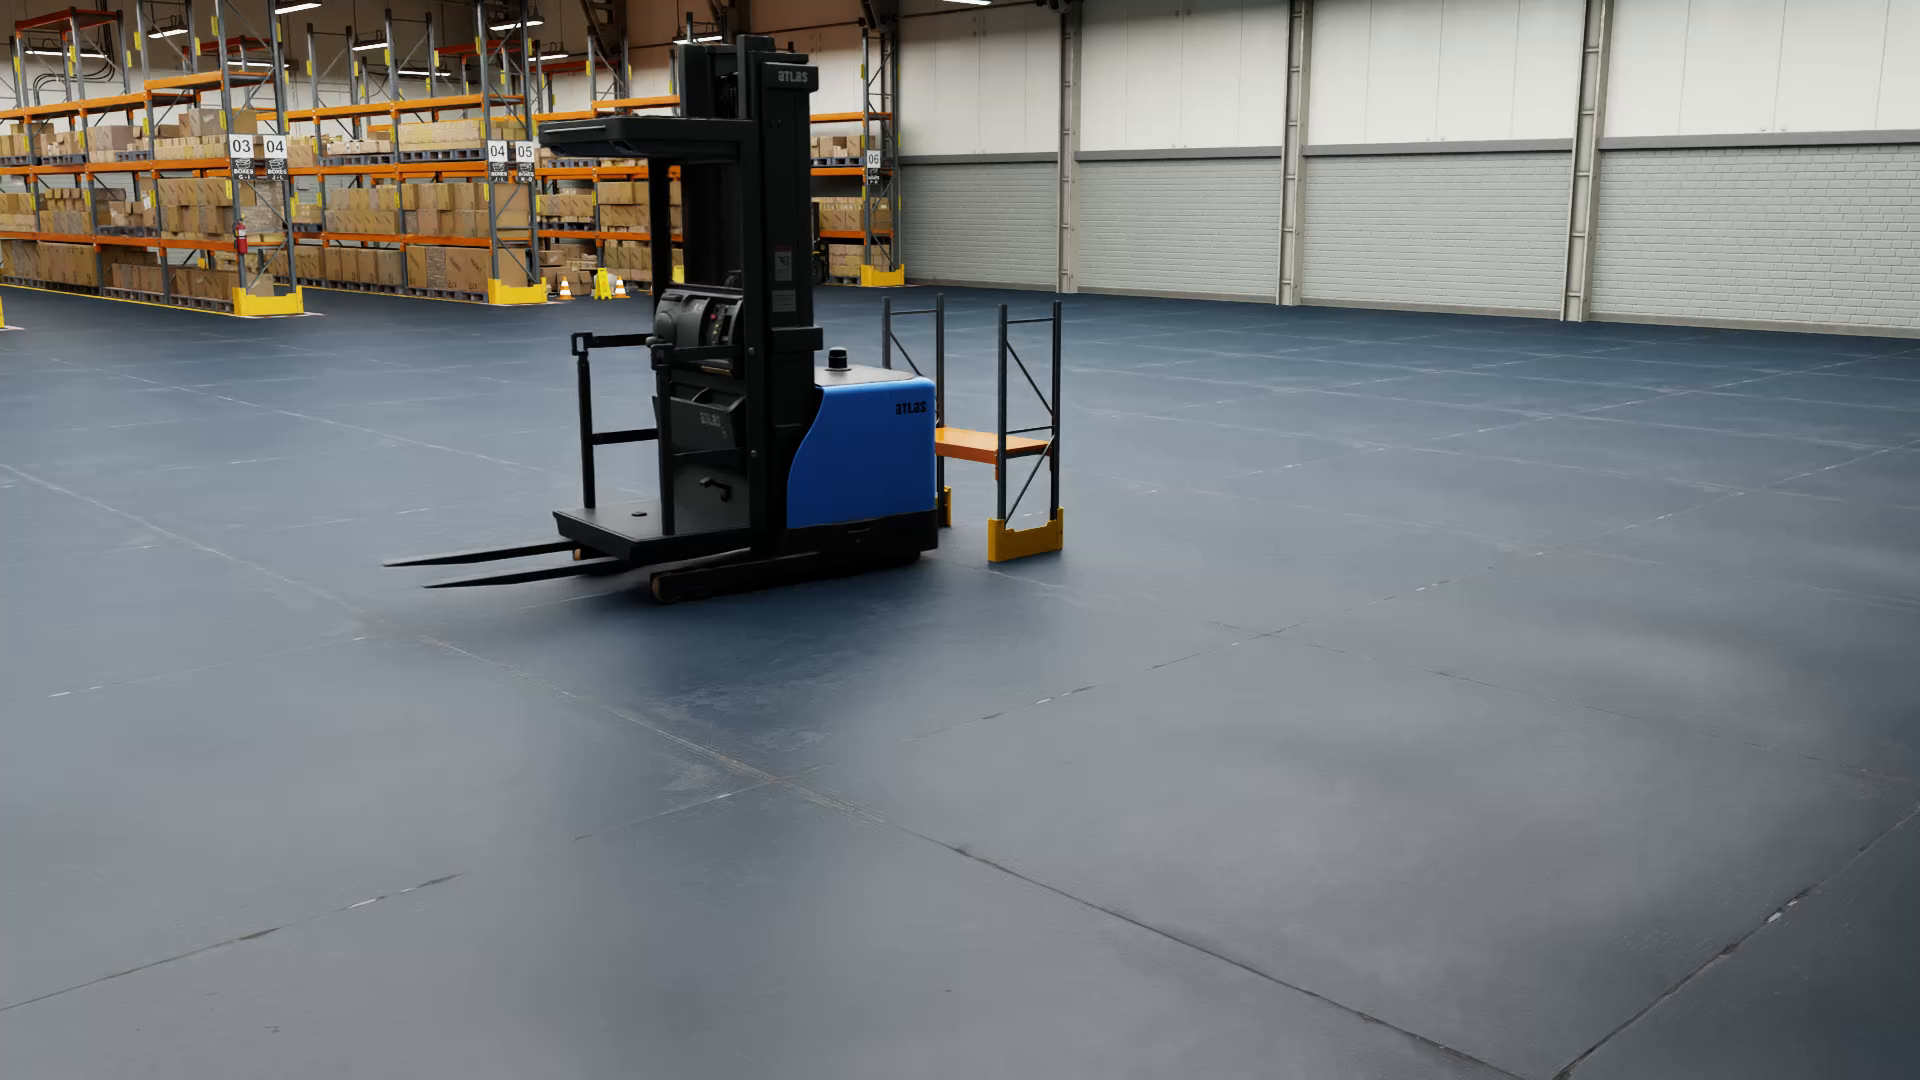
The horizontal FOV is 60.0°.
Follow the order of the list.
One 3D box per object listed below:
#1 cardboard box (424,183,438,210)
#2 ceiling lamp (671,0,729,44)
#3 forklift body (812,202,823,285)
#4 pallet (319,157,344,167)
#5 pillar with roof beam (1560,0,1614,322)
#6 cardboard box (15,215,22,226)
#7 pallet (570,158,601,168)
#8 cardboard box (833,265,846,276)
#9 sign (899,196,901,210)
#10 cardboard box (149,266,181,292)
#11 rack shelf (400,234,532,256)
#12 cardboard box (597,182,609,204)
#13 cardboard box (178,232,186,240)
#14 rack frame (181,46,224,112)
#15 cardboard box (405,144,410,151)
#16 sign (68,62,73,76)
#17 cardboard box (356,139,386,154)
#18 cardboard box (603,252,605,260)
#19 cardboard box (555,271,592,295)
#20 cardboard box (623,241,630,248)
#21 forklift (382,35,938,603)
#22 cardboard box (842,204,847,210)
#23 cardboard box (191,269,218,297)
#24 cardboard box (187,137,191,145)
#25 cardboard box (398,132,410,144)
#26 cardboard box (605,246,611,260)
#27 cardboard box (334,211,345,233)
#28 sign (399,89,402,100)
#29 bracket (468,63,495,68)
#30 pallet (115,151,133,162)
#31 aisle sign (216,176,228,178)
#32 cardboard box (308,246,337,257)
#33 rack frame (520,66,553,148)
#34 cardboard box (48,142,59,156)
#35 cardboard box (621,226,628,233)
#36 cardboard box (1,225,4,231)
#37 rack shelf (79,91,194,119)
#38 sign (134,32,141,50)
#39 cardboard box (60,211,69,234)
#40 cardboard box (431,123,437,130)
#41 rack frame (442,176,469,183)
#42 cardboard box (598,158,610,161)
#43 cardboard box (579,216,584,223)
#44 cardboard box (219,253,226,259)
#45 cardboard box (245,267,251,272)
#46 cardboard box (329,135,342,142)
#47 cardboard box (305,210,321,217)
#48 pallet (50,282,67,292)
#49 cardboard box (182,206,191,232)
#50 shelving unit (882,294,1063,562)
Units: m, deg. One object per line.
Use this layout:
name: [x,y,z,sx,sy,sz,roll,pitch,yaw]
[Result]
cardboard box: [-10.790,-7.257,35.155,0.875,0.550,0.550,-11,16,-43]
ceiling lamp: [-6.153,-13.743,40.351,0.800,3.185,2.000,-11,16,-43]
forklift body: [-4.526,-7.295,40.491,2.313,2.155,1.214,-11,16,-43]
pallet: [-14.036,-8.749,38.480,1.213,0.211,1.003,-10,15,-40]
pillar with roof beam: [7.591,-7.627,25.131,9.100,9.000,0.400,-11,16,-43]
cardboard box: [-22.145,-7.616,39.581,0.500,0.250,0.500,-10,16,-41]
pallet: [-8.596,-9.062,39.996,1.213,0.211,1.003,-11,16,-43]
cardboard box: [-2.786,-6.646,41.009,0.500,0.250,0.500,-11,16,-43]
sign: [-1.491,-8.228,40.572,0.100,0.325,0.005,-11,16,-43]
cardboard box: [-16.138,-5.355,34.075,0.700,0.500,0.500,-11,16,-43]
rack shelf: [-10.376,-6.231,35.006,1.077,0.370,4.000,-11,16,-43]
cardboard box: [-8.100,-8.170,39.171,0.700,0.500,0.500,-11,16,-43]
cardboard box: [-14.805,-5.854,32.017,0.380,0.149,0.250,-11,16,-43]
rack frame: [-20.044,-11.565,44.245,1.000,3.000,0.127,-11,16,-43]
cardboard box: [-11.571,-8.338,35.350,0.380,0.149,0.250,-11,16,-42]
sign: [-20.554,-10.879,38.402,0.100,0.325,0.005,-11,16,-43]
cardboard box: [-13.127,-8.781,37.097,0.500,0.311,0.500,11,16,43]
cardboard box: [-10.469,-8.458,49.654,0.500,0.311,0.500,-10,15,-41]
cardboard box: [-8.528,-5.677,36.720,0.637,0.503,0.797,1,12,6]
cardboard box: [-7.635,-6.899,38.771,0.380,0.149,0.250,-10,15,-40]
forklift: [-1.616,-1.222,9.079,3.031,2.935,1.130,-9,14,-36]
cardboard box: [-2.672,-8.146,40.663,0.380,0.149,0.250,-11,16,-42]
cardboard box: [-14.766,-5.034,32.566,0.500,0.500,0.500,-5,13,-25]
cardboard box: [-14.282,-7.482,31.243,0.380,0.149,0.250,-10,16,-41]
cardboard box: [-11.622,-8.561,35.444,0.500,0.250,0.500,-11,16,-42]
cardboard box: [-10.013,-8.319,48.512,0.500,0.500,0.500,-10,15,-40]
cardboard box: [-14.051,-7.331,38.315,0.500,0.500,0.500,-11,16,-43]
sign: [-16.131,-12.840,47.920,0.100,0.325,0.005,-11,16,-43]
bracket: [-16.629,-15.663,55.215,0.076,0.066,5.218,-11,16,-43]
pallet: [-16.482,-7.832,34.025,1.213,0.211,1.003,-11,16,-43]
aisle sign: [-19.877,-9.953,44.843,0.394,0.787,0.004,-11,16,-43]
cardboard box: [-15.181,-6.871,39.625,0.500,0.250,0.500,11,16,44]
rack frame: [-12.946,-12.962,51.025,1.000,3.000,0.127,-11,16,-43]
cardboard box: [-20.246,-8.825,37.560,0.500,0.311,0.500,11,16,43]
cardboard box: [-7.698,-7.261,38.845,0.380,0.149,0.250,-10,15,-41]
cardboard box: [-23.158,-7.617,40.572,0.380,0.149,0.250,-11,16,-43]
rack shelf: [-16.795,-8.881,33.991,1.077,0.370,4.000,-11,16,-43]
sign: [-15.811,-9.594,31.972,0.100,0.325,0.005,-11,16,-43]
cardboard box: [-19.748,-7.093,37.156,0.500,0.500,0.500,-10,16,-41]
cardboard box: [-10.701,-8.544,34.375,0.380,0.149,0.250,-11,16,-43]
rack frame: [-13.771,-8.748,45.437,1.000,3.000,0.127,-11,16,-43]
cardboard box: [-8.141,-9.019,38.955,0.500,0.250,0.500,-11,16,-44]
cardboard box: [-8.971,-7.740,40.129,0.250,0.149,0.380,11,16,43]
cardboard box: [-19.338,-7.501,43.936,0.250,0.149,0.380,11,16,42]
cardboard box: [-18.147,-6.941,42.694,0.250,0.149,0.380,11,16,43]
cardboard box: [-14.955,-9.525,39.632,0.396,0.266,0.258,-11,16,-43]
cardboard box: [-15.190,-7.696,39.179,0.380,0.149,0.250,-10,16,-41]
pallet: [-20.351,-5.899,38.520,1.003,0.211,1.213,-11,16,-43]
cardboard box: [-14.410,-6.183,32.002,0.875,0.500,0.500,-11,16,-43]
shelving unit: [0.053,-0.723,10.206,0.587,1.500,1.083,-11,16,-43]
